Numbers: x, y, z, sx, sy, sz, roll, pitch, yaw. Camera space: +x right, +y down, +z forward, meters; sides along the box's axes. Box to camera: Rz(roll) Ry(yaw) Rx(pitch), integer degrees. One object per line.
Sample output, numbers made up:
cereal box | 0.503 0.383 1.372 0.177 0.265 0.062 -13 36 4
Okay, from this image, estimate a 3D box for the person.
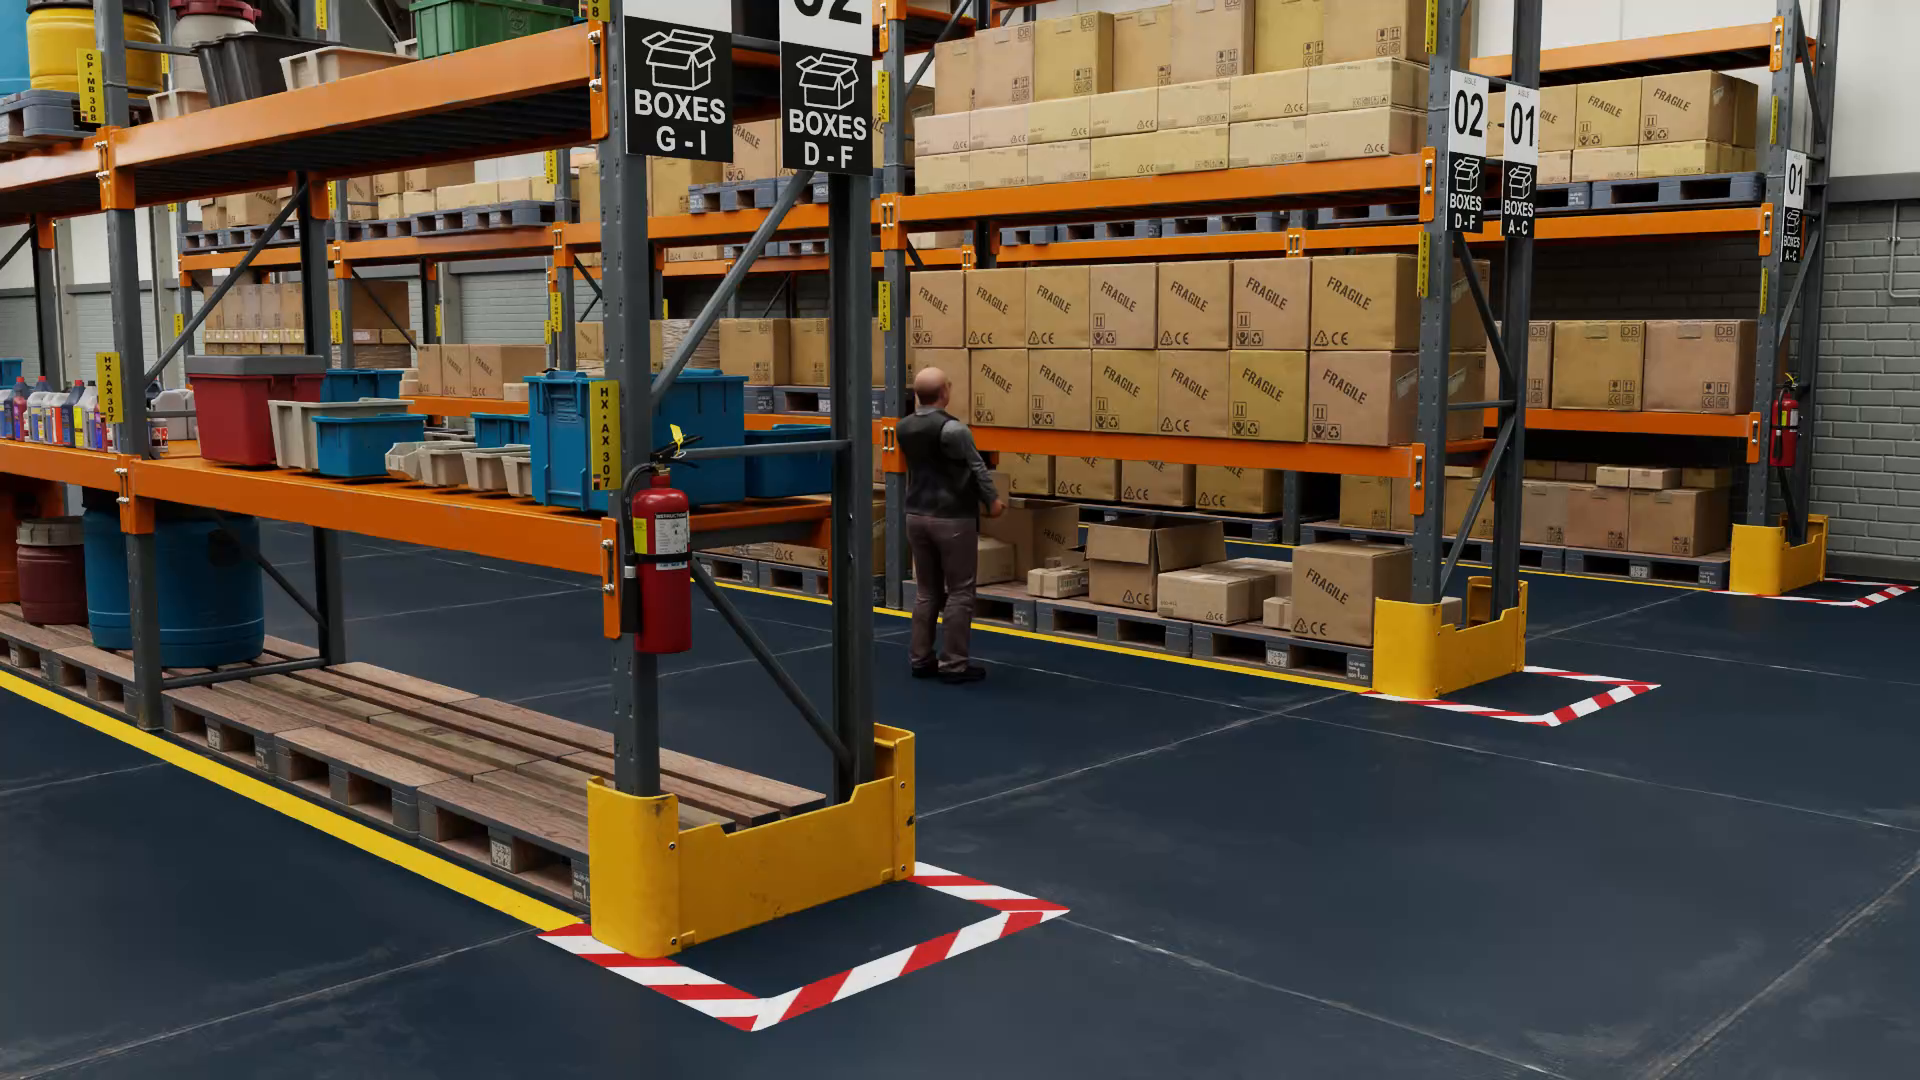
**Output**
person | -0.042 -0.096 9.179 0.494 1.712 0.557 7 10 44
